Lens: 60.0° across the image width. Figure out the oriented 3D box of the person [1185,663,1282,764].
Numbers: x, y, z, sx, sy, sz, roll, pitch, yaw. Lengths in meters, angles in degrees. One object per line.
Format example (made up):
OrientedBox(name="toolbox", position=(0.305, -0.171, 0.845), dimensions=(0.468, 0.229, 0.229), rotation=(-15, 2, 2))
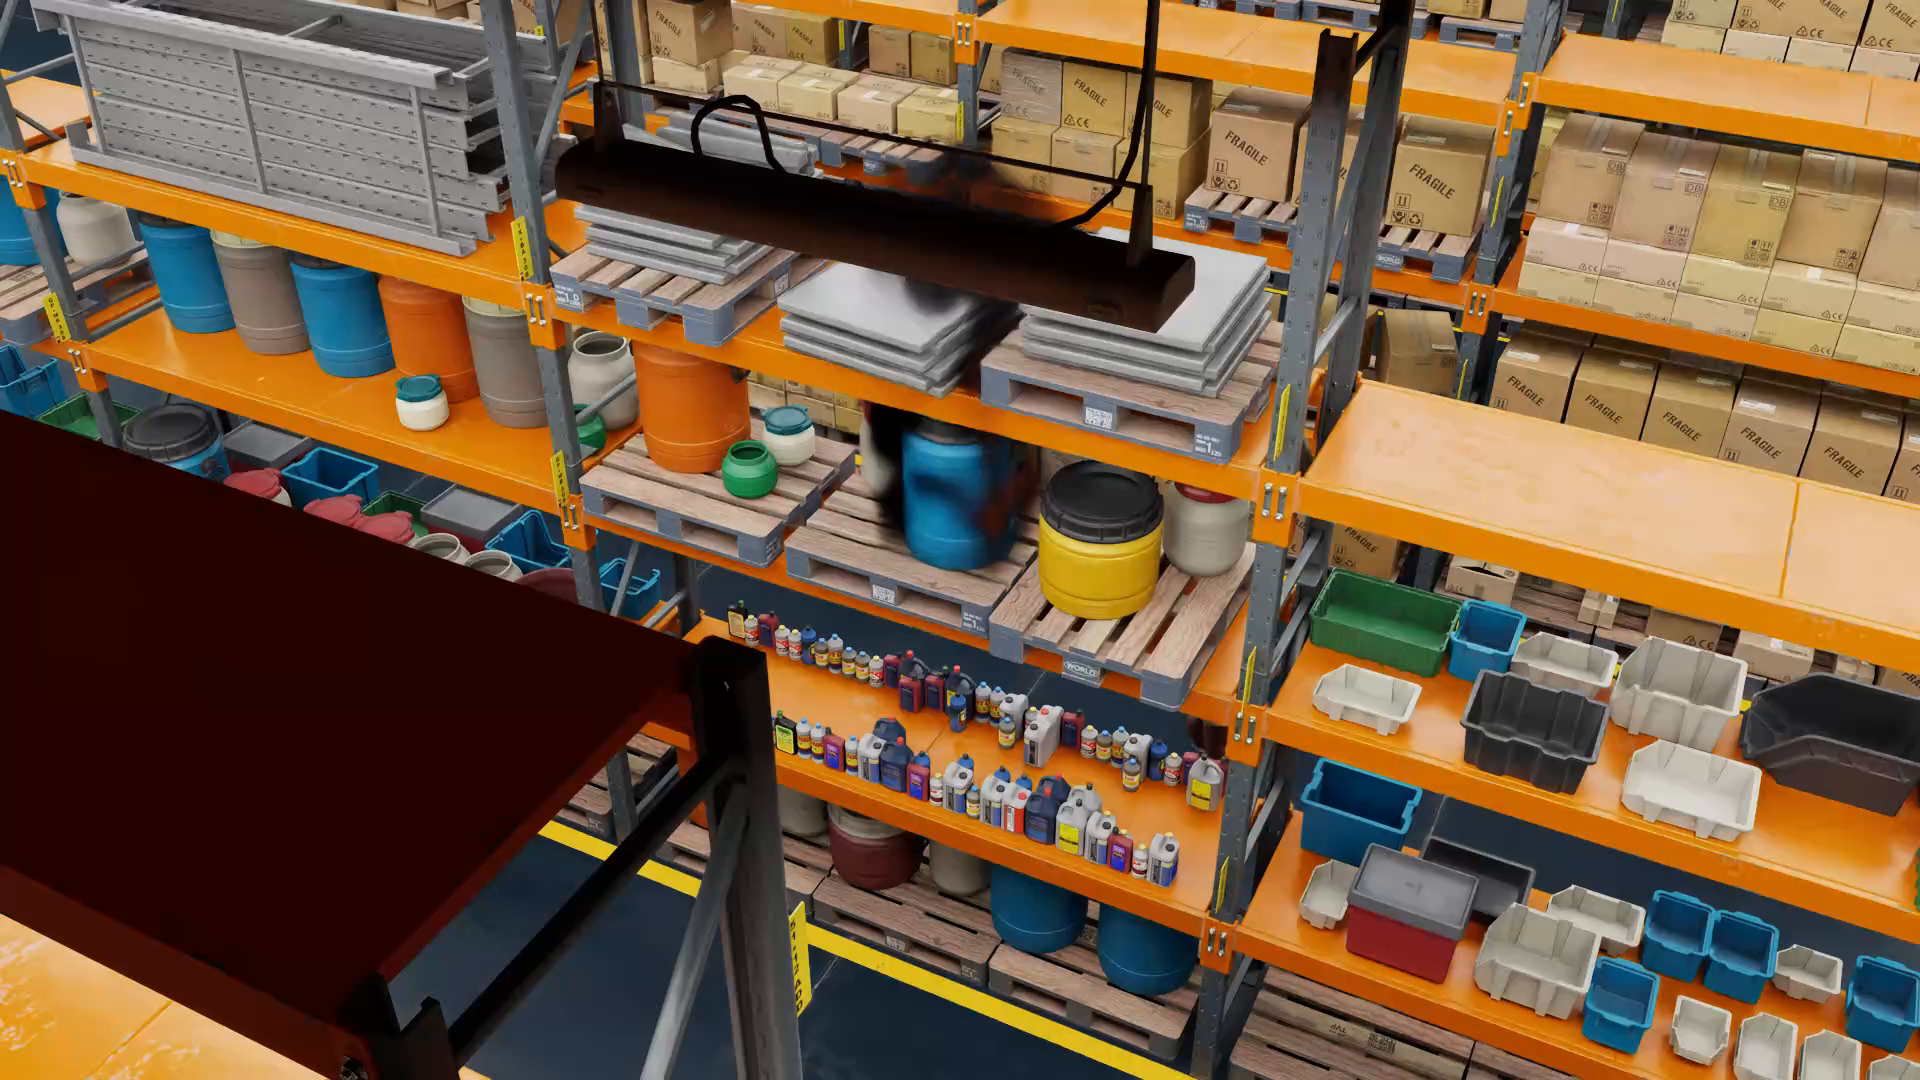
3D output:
OrientedBox(name="person", position=(1.714, 1.135, 10.796), dimensions=(0.640, 1.645, 0.563), rotation=(25, 42, 31))
